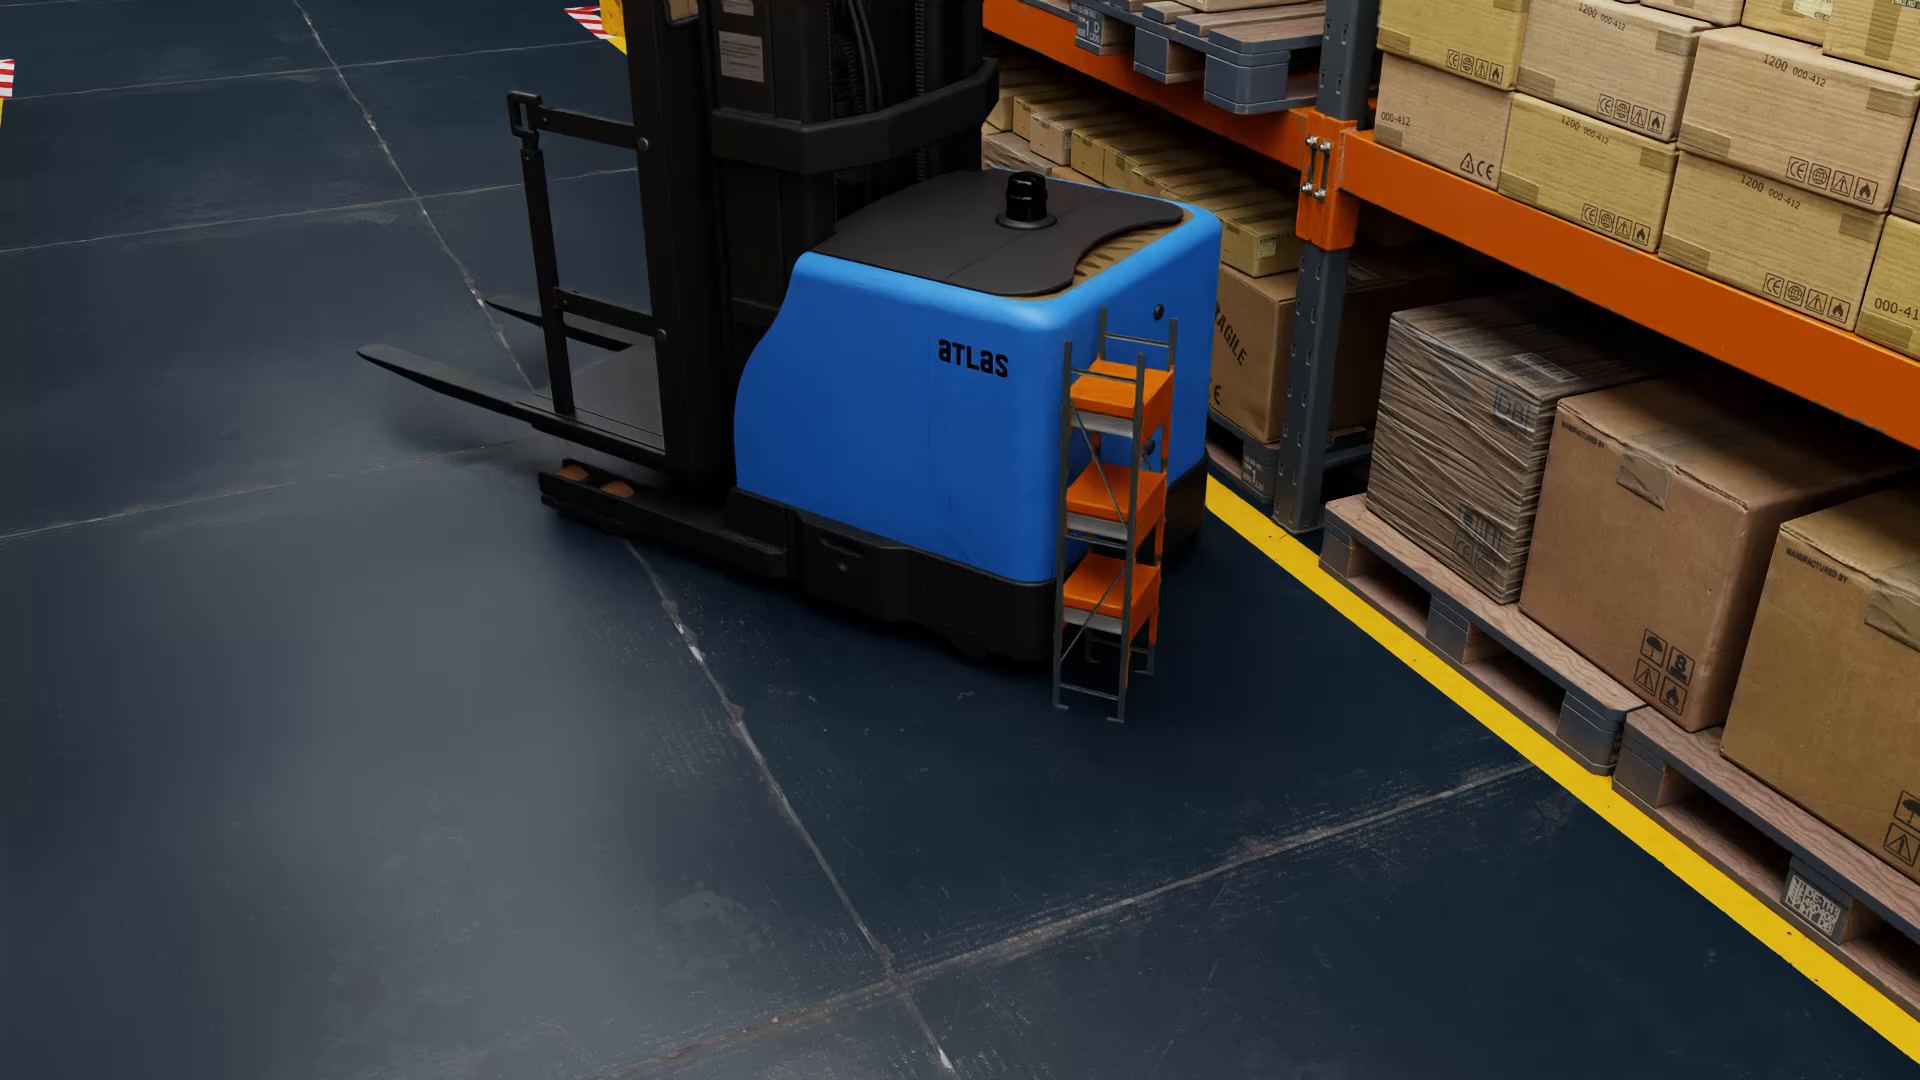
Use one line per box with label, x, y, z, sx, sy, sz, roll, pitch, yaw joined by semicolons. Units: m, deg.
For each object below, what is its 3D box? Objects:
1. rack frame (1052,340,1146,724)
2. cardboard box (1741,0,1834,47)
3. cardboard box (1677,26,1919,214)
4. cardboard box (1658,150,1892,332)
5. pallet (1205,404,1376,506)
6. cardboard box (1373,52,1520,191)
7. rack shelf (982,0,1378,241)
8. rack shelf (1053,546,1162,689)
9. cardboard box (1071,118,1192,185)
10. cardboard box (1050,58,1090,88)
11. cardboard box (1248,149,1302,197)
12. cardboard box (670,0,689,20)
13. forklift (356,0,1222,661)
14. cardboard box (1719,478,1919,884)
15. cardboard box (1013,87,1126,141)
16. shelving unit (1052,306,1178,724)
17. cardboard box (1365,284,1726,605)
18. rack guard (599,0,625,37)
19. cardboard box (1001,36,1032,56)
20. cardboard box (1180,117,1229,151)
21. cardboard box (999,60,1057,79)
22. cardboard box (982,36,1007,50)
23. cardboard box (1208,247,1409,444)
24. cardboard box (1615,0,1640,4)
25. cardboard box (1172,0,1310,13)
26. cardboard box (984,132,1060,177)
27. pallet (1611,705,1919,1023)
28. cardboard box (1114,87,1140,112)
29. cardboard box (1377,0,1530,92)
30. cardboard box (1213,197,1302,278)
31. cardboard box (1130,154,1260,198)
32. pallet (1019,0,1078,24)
rack frame;0.340;0.005;4.168;0.200;1.050;0.008;12;32;21
cardboard box;1.860;-1.129;3.431;0.380;0.149;0.250;-13;32;-21
cardboard box;1.874;-0.897;3.425;0.500;0.250;0.500;-14;32;-23
cardboard box;1.890;-0.686;3.560;0.500;0.250;0.500;-14;32;-24
pallet;1.195;-0.570;6.050;1.003;0.211;1.213;-13;32;-22
cardboard box;1.451;-1.135;4.361;0.500;0.250;0.500;-13;32;-22
rack shelf;0.623;-2.018;6.517;1.077;0.370;4.000;-13;32;-22
rack shelf;0.391;0.202;4.406;0.215;0.259;0.240;12;32;21
cardboard box;0.642;-1.465;6.259;0.380;0.149;0.250;-14;32;-23
cardboard box;0.616;-2.028;7.262;0.380;0.149;0.250;-12;32;-21
cardboard box;1.270;-1.336;6.029;0.380;0.149;0.250;-13;32;-21
cardboard box;-1.444;-3.399;10.371;0.700;0.500;0.500;-12;31;-20
forklift;-0.746;-1.492;4.915;3.031;2.935;1.130;18;34;29
cardboard box;2.314;0.267;3.705;0.875;0.625;0.625;-14;32;-24
cardboard box;0.437;-1.700;6.678;0.380;0.149;0.250;-13;32;-22
shelving unit;0.391;-0.049;4.265;0.215;1.050;0.252;12;32;21
cardboard box;1.737;-0.317;4.747;0.875;0.625;0.625;-12;31;-20
rack guard;-1.920;-3.858;11.619;1.175;0.500;0.348;-13;32;-22
cardboard box;0.412;-2.268;7.691;0.380;0.149;0.250;-13;32;-21
cardboard box;1.081;-1.581;6.465;0.380;0.149;0.250;-14;32;-23
cardboard box;0.191;-1.923;7.076;0.380;0.149;0.250;-13;32;-22
cardboard box;-0.013;-2.160;7.498;0.380;0.149;0.250;-15;33;-25
cardboard box;1.106;-0.683;5.527;0.500;0.500;0.500;-12;31;-21
cardboard box;1.601;-1.346;3.819;0.380;0.149;0.250;-12;32;-21
cardboard box;0.853;-1.731;5.098;0.380;0.149;0.250;-12;32;-21
cardboard box;0.433;-1.362;6.739;0.500;0.500;0.500;-14;32;-24
pallet;2.319;0.678;3.825;1.003;0.211;1.213;-13;32;-22
cardboard box;0.858;-1.808;6.871;0.380;0.149;0.250;-14;32;-24
cardboard box;1.429;-1.348;4.230;0.500;0.250;0.500;-13;32;-22
cardboard box;1.041;-0.989;5.410;0.380;0.149;0.250;-15;32;-24
cardboard box;0.822;-1.229;5.837;0.380;0.149;0.250;-14;32;-24
pallet;0.642;-2.223;6.343;1.003;0.211;1.213;-13;32;-22
